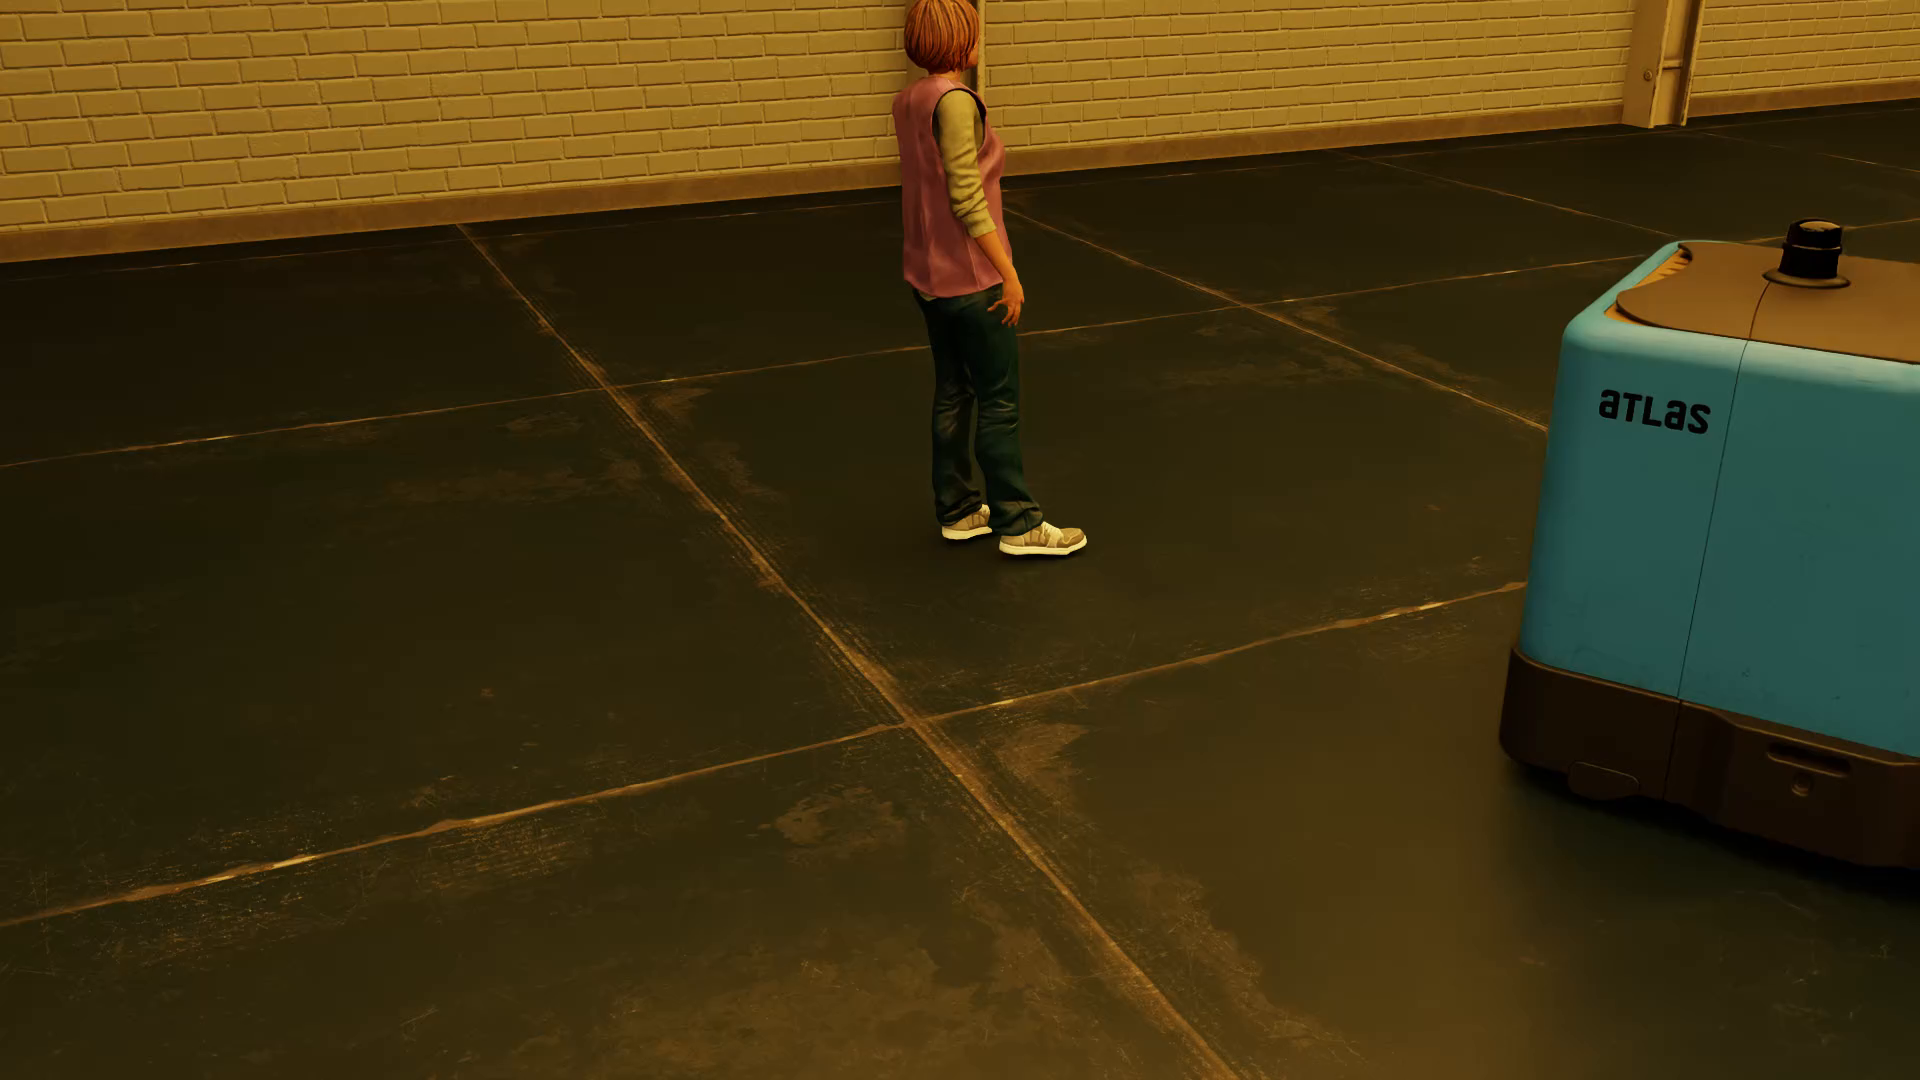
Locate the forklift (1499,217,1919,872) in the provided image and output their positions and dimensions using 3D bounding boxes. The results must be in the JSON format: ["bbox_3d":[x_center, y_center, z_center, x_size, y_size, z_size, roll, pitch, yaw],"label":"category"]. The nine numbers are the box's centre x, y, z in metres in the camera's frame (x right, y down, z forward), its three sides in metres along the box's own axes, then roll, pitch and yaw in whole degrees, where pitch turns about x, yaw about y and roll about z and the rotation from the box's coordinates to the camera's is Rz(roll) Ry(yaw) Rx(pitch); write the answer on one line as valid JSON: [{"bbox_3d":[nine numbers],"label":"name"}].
[{"bbox_3d":[2.743,-0.652,2.856,3.031,2.935,1.130,14,27,31],"label":"forklift"}]

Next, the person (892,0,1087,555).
[{"bbox_3d":[0.074,-0.752,4.815,0.473,1.599,0.520,-10,25,-23],"label":"person"}]
